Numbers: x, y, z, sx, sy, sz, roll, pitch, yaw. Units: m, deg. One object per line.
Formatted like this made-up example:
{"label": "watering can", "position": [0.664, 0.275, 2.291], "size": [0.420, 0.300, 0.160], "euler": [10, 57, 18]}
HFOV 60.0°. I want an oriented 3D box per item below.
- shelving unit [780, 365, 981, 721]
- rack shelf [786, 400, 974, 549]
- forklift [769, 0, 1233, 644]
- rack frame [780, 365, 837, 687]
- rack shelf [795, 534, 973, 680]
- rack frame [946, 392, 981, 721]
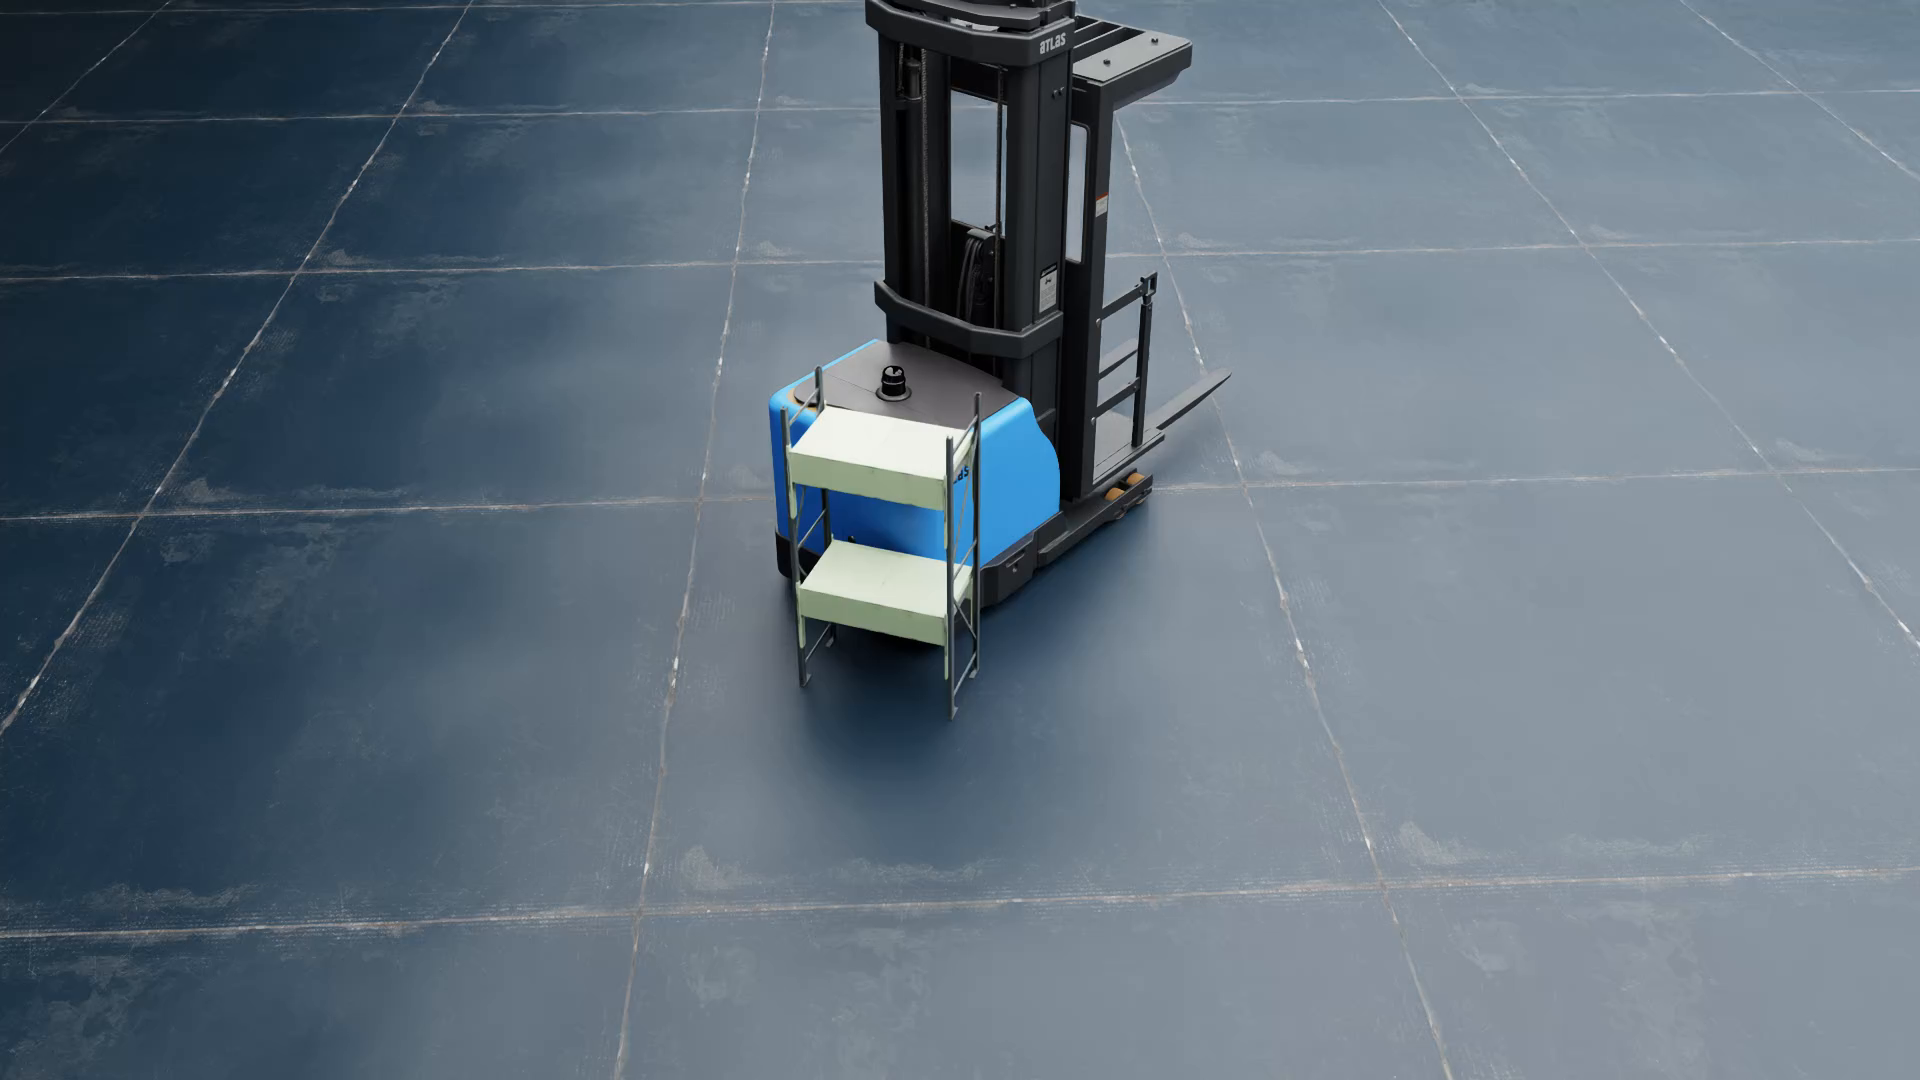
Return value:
{"label": "shelving unit", "position": [-0.330, 0.031, 7.423], "size": [0.755, 1.500, 0.431], "euler": [11, 36, 15]}
{"label": "rack shelf", "position": [-0.330, -0.290, 7.201], "size": [0.720, 0.370, 0.431], "euler": [11, 36, 15]}
{"label": "forklift", "position": [0.396, -1.480, 8.349], "size": [1.130, 2.935, 3.031], "euler": [25, 42, 31]}
{"label": "rack frame", "position": [-0.676, -0.036, 7.520], "size": [0.023, 1.500, 0.400], "euler": [11, 36, 15]}
{"label": "rack shelf", "position": [-0.330, 0.299, 7.608], "size": [0.720, 0.370, 0.431], "euler": [11, 36, 15]}
{"label": "rack frame", "position": [0.016, 0.099, 7.325], "size": [0.023, 1.500, 0.400], "euler": [11, 36, 15]}
